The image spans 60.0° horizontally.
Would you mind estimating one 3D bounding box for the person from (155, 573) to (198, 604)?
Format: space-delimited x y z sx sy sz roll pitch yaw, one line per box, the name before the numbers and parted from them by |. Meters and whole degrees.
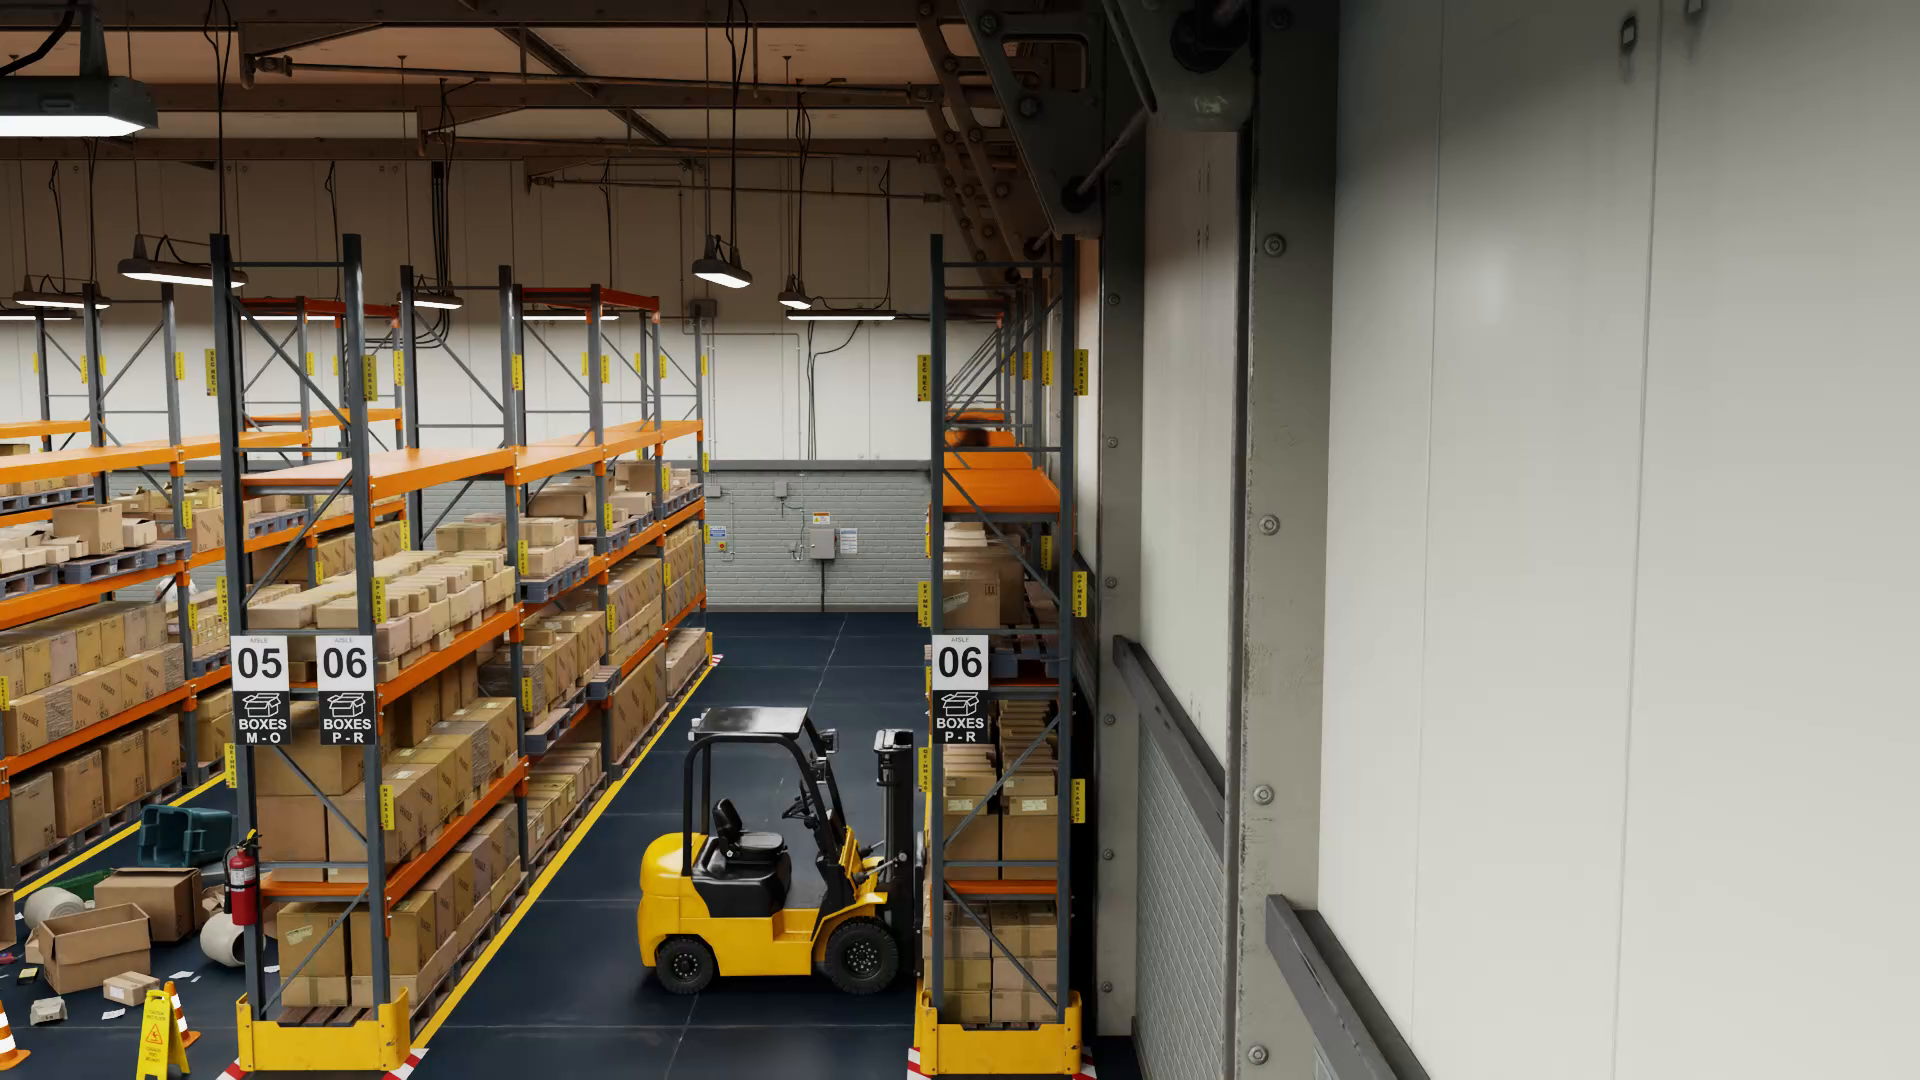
person | -12.908 1.254 27.441 0.671 1.801 0.935 -2 7 -21
